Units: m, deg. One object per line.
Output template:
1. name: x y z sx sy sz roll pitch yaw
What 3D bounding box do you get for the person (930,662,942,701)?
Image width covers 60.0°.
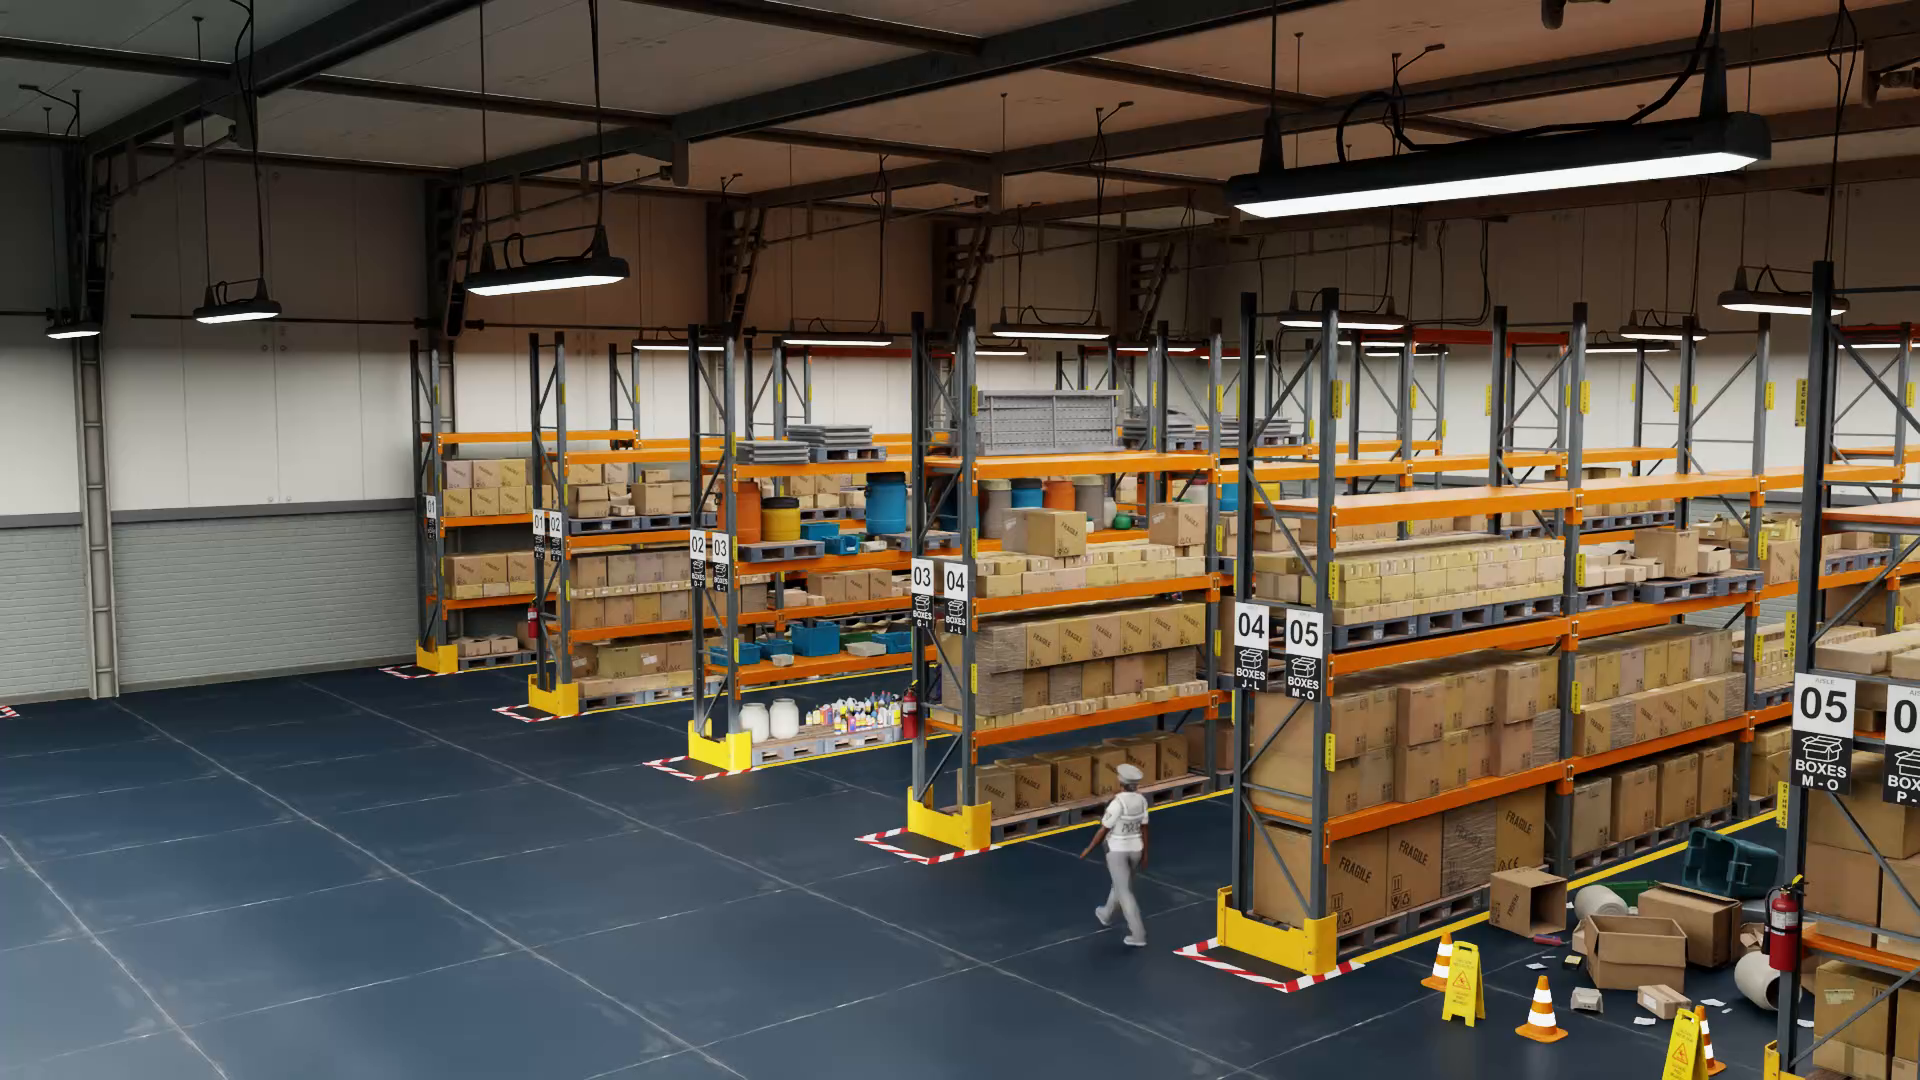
1. person: 4.476 2.412 21.399 6.590 1.572 13.980 -1 5 -16

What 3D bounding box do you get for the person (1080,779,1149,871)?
1. person: 1.463 2.607 15.472 0.573 0.991 0.436 -3 6 -32
